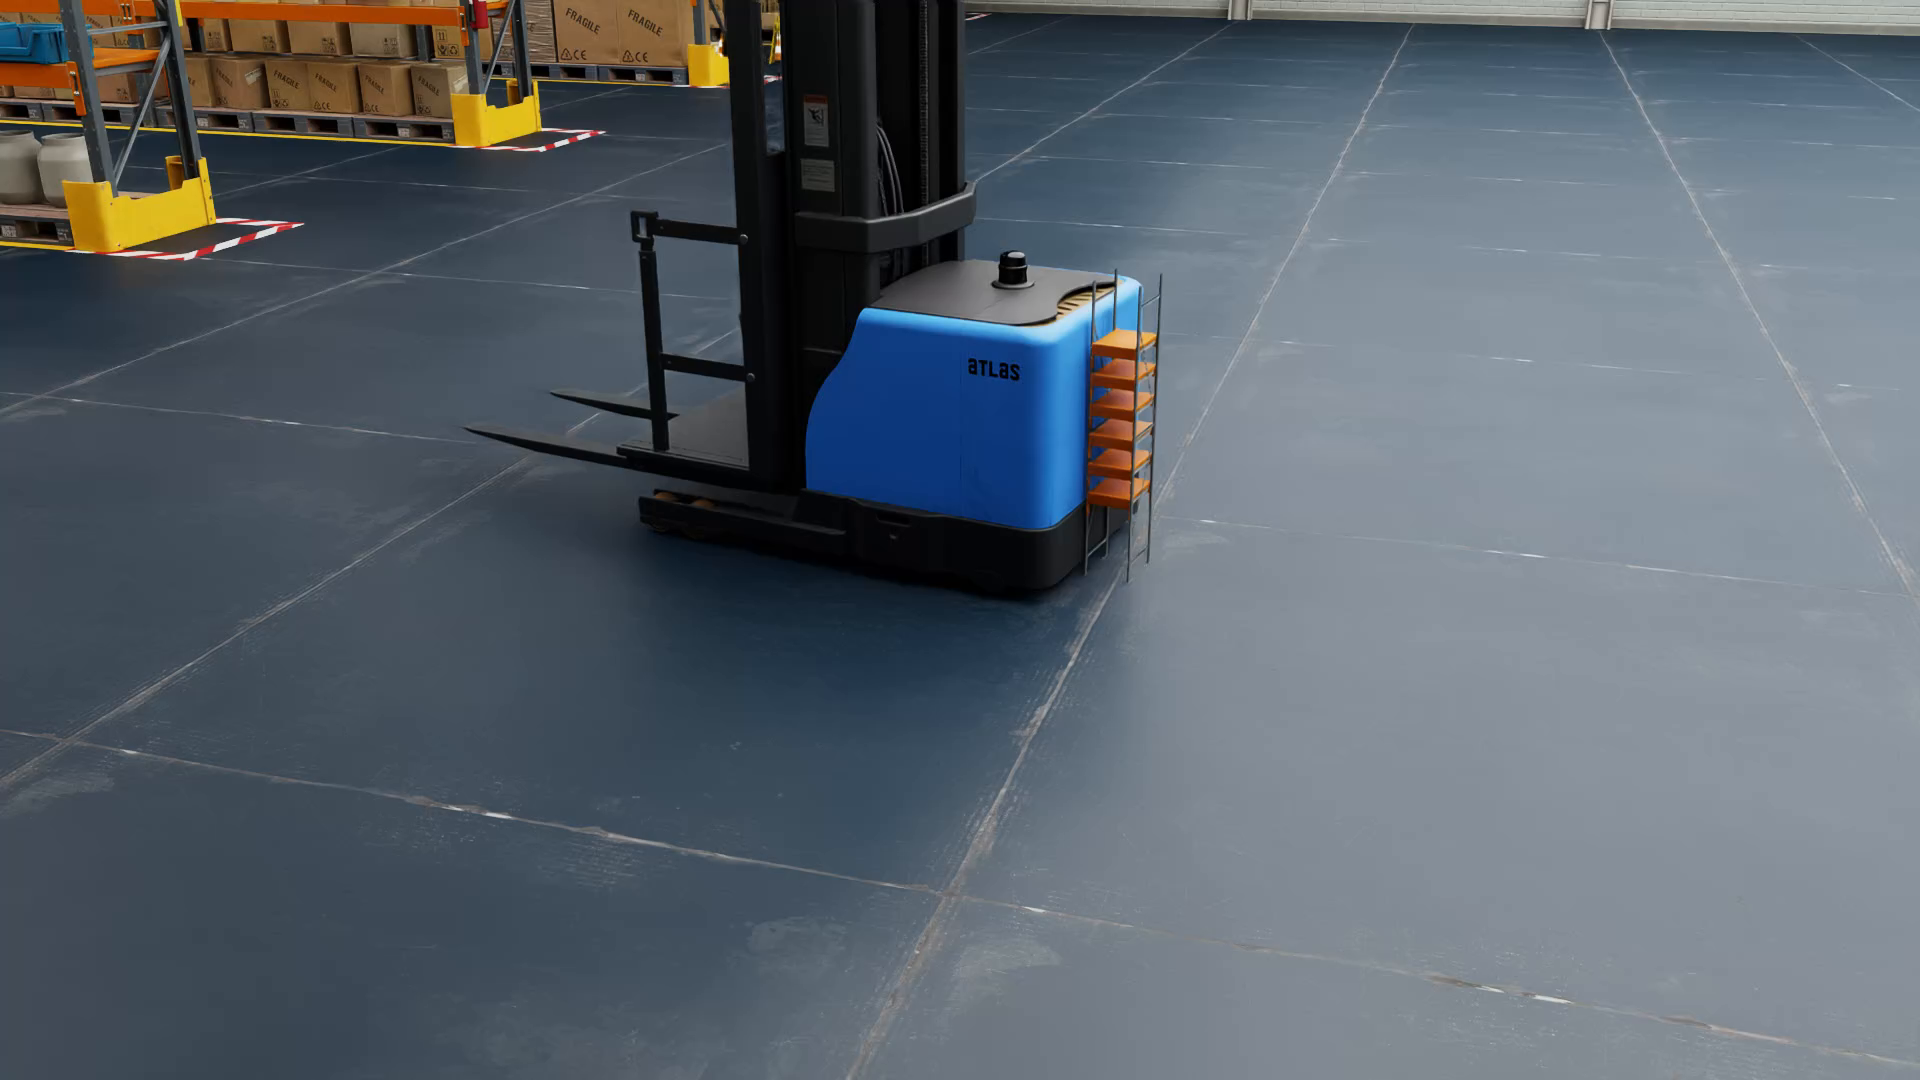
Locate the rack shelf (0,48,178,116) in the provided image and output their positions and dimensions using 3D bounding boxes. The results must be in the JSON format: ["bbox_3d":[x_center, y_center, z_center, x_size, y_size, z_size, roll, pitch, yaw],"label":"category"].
[{"bbox_3d":[-7.993,-3.596,12.757,4.000,0.370,1.077,7,23,16],"label":"rack shelf"}]

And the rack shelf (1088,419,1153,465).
[{"bbox_3d":[0.632,-0.391,6.484,0.180,0.103,0.258,11,25,25],"label":"rack shelf"}]

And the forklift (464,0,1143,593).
[{"bbox_3d":[-0.791,-1.524,6.846,3.031,2.935,1.130,11,25,25],"label":"forklift"}]

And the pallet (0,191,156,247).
[{"bbox_3d":[-6.941,-2.502,12.815,1.213,0.211,1.003,7,23,16],"label":"pallet"}]

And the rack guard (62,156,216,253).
[{"bbox_3d":[-6.164,-2.545,12.539,0.348,0.500,1.175,7,23,16],"label":"rack guard"}]

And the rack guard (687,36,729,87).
[{"bbox_3d":[-3.095,-6.141,21.307,0.348,0.500,1.175,7,23,16],"label":"rack guard"}]

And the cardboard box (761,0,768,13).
[{"bbox_3d":[-3.128,-8.428,25.670,0.500,0.500,0.500,7,23,17],"label":"cardboard box"}]

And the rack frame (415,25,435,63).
[{"bbox_3d":[-6.947,-7.739,21.908,0.127,3.000,1.000,7,23,16],"label":"rack frame"}]

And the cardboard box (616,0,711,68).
[{"bbox_3d":[-3.786,-6.562,21.285,0.875,0.875,0.875,7,23,16],"label":"cardboard box"}]

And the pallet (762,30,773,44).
[{"bbox_3d":[-2.625,-7.930,26.048,1.213,0.211,1.003,7,23,16],"label":"pallet"}]

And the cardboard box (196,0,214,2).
[{"bbox_3d":[-7.633,-5.625,17.086,0.250,0.149,0.380,7,23,16],"label":"cardboard box"}]

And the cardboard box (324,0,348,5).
[{"bbox_3d":[-6.181,-5.481,16.733,0.250,0.149,0.380,7,23,16],"label":"cardboard box"}]

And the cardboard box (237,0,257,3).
[{"bbox_3d":[-7.154,-5.571,16.953,0.250,0.149,0.380,7,23,16],"label":"cardboard box"}]

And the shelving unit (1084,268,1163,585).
[{"bbox_3d":[0.632,-0.432,6.467,0.189,1.200,0.258,11,25,25],"label":"shelving unit"}]

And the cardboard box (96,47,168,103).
[{"bbox_3d":[-9.059,-5.070,18.116,0.500,0.500,0.700,5,23,11],"label":"cardboard box"}]

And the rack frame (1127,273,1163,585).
[{"bbox_3d":[0.713,-0.417,6.429,0.006,1.200,0.240,11,25,25],"label":"rack frame"}]

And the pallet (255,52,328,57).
[{"bbox_3d":[-8.880,-6.639,22.901,1.213,0.211,1.003,7,23,16],"label":"pallet"}]

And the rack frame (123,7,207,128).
[{"bbox_3d":[-8.477,-5.948,17.542,0.127,3.000,1.000,7,23,16],"label":"rack frame"}]

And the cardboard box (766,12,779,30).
[{"bbox_3d":[-2.659,-8.026,25.677,0.500,0.250,0.500,6,23,15],"label":"cardboard box"}]

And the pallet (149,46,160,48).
[{"bbox_3d":[-11.525,-6.974,23.716,1.213,0.211,1.003,7,23,16],"label":"pallet"}]

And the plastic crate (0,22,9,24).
[{"bbox_3d":[-7.264,-3.661,12.161,0.408,0.251,0.499,7,23,16],"label":"plastic crate"}]

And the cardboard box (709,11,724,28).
[{"bbox_3d":[-3.633,-8.138,25.951,0.500,0.250,0.500,6,23,14],"label":"cardboard box"}]

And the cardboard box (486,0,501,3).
[{"bbox_3d":[-4.851,-5.511,16.808,0.250,0.149,0.380,7,23,16],"label":"cardboard box"}]

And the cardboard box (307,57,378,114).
[{"bbox_3d":[-6.417,-4.750,17.363,0.500,0.500,0.500,9,24,20],"label":"cardboard box"}]

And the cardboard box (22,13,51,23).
[{"bbox_3d":[-12.963,-7.367,23.740,0.500,0.500,0.500,7,23,16],"label":"cardboard box"}]

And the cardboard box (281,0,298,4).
[{"bbox_3d":[-6.666,-5.528,16.850,0.250,0.149,0.380,7,23,16],"label":"cardboard box"}]

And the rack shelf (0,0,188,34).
[{"bbox_3d":[-10.392,-5.834,18.213,4.000,0.370,1.077,7,23,16],"label":"rack shelf"}]

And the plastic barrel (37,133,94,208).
[{"bbox_3d":[-6.730,-2.798,12.586,0.421,0.512,0.421,0,22,0],"label":"plastic barrel"}]

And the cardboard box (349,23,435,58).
[{"bbox_3d":[-7.568,-6.928,22.341,0.750,0.750,1.050,6,23,15],"label":"cardboard box"}]

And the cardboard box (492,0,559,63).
[{"bbox_3d":[-5.501,-6.758,21.764,0.875,0.875,0.875,7,23,16],"label":"cardboard box"}]

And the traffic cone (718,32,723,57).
[{"bbox_3d":[-3.216,-6.701,22.720,0.334,0.463,0.336,7,23,16],"label":"traffic cone"}]

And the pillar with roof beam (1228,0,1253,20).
[{"bbox_3d":[3.740,-11.871,24.077,0.400,9.000,9.100,7,23,16],"label":"pillar with roof beam"}]

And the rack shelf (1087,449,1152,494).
[{"bbox_3d":[0.632,-0.280,6.529,0.180,0.103,0.258,11,25,25],"label":"rack shelf"}]

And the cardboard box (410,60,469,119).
[{"bbox_3d":[-5.240,-4.622,17.049,0.500,0.500,0.500,11,25,25],"label":"cardboard box"}]

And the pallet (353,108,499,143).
[{"bbox_3d":[-5.488,-4.330,17.271,1.213,0.211,1.003,7,23,16],"label":"pallet"}]

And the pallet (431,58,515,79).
[{"bbox_3d":[-6.242,-6.337,22.165,1.213,0.211,1.003,7,23,15],"label":"pallet"}]

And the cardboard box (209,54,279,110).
[{"bbox_3d":[-7.555,-4.867,17.648,0.500,0.500,0.500,15,27,32],"label":"cardboard box"}]

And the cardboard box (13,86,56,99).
[{"bbox_3d":[-10.045,-5.190,18.409,0.500,0.500,0.700,5,23,11],"label":"cardboard box"}]

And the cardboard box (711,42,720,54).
[{"bbox_3d":[-3.623,-7.201,24.352,0.380,0.149,0.250,-20,29,-39],"label":"cardboard box"}]

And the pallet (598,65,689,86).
[{"bbox_3d":[-3.906,-6.070,21.513,1.213,0.211,1.003,7,23,15],"label":"pallet"}]

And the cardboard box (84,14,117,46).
[{"bbox_3d":[-11.978,-7.251,23.458,0.500,0.500,0.500,8,23,18],"label":"cardboard box"}]

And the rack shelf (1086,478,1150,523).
[{"bbox_3d":[0.632,-0.169,6.575,0.180,0.103,0.258,11,25,25],"label":"rack shelf"}]

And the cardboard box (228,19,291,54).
[{"bbox_3d":[-9.382,-7.137,22.851,0.750,0.750,1.050,7,23,16],"label":"cardboard box"}]

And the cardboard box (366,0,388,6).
[{"bbox_3d":[-5.708,-5.419,16.583,0.250,0.149,0.380,7,23,16],"label":"cardboard box"}]

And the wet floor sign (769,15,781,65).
[{"bbox_3d":[-2.518,-6.927,23.032,0.232,0.644,0.267,3,22,6],"label":"wet floor sign"}]

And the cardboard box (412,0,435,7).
[{"bbox_3d":[-5.219,-5.377,16.481,0.250,0.149,0.380,7,23,16],"label":"cardboard box"}]

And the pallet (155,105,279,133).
[{"bbox_3d":[-7.824,-4.597,17.923,1.213,0.211,1.003,7,23,16],"label":"pallet"}]
